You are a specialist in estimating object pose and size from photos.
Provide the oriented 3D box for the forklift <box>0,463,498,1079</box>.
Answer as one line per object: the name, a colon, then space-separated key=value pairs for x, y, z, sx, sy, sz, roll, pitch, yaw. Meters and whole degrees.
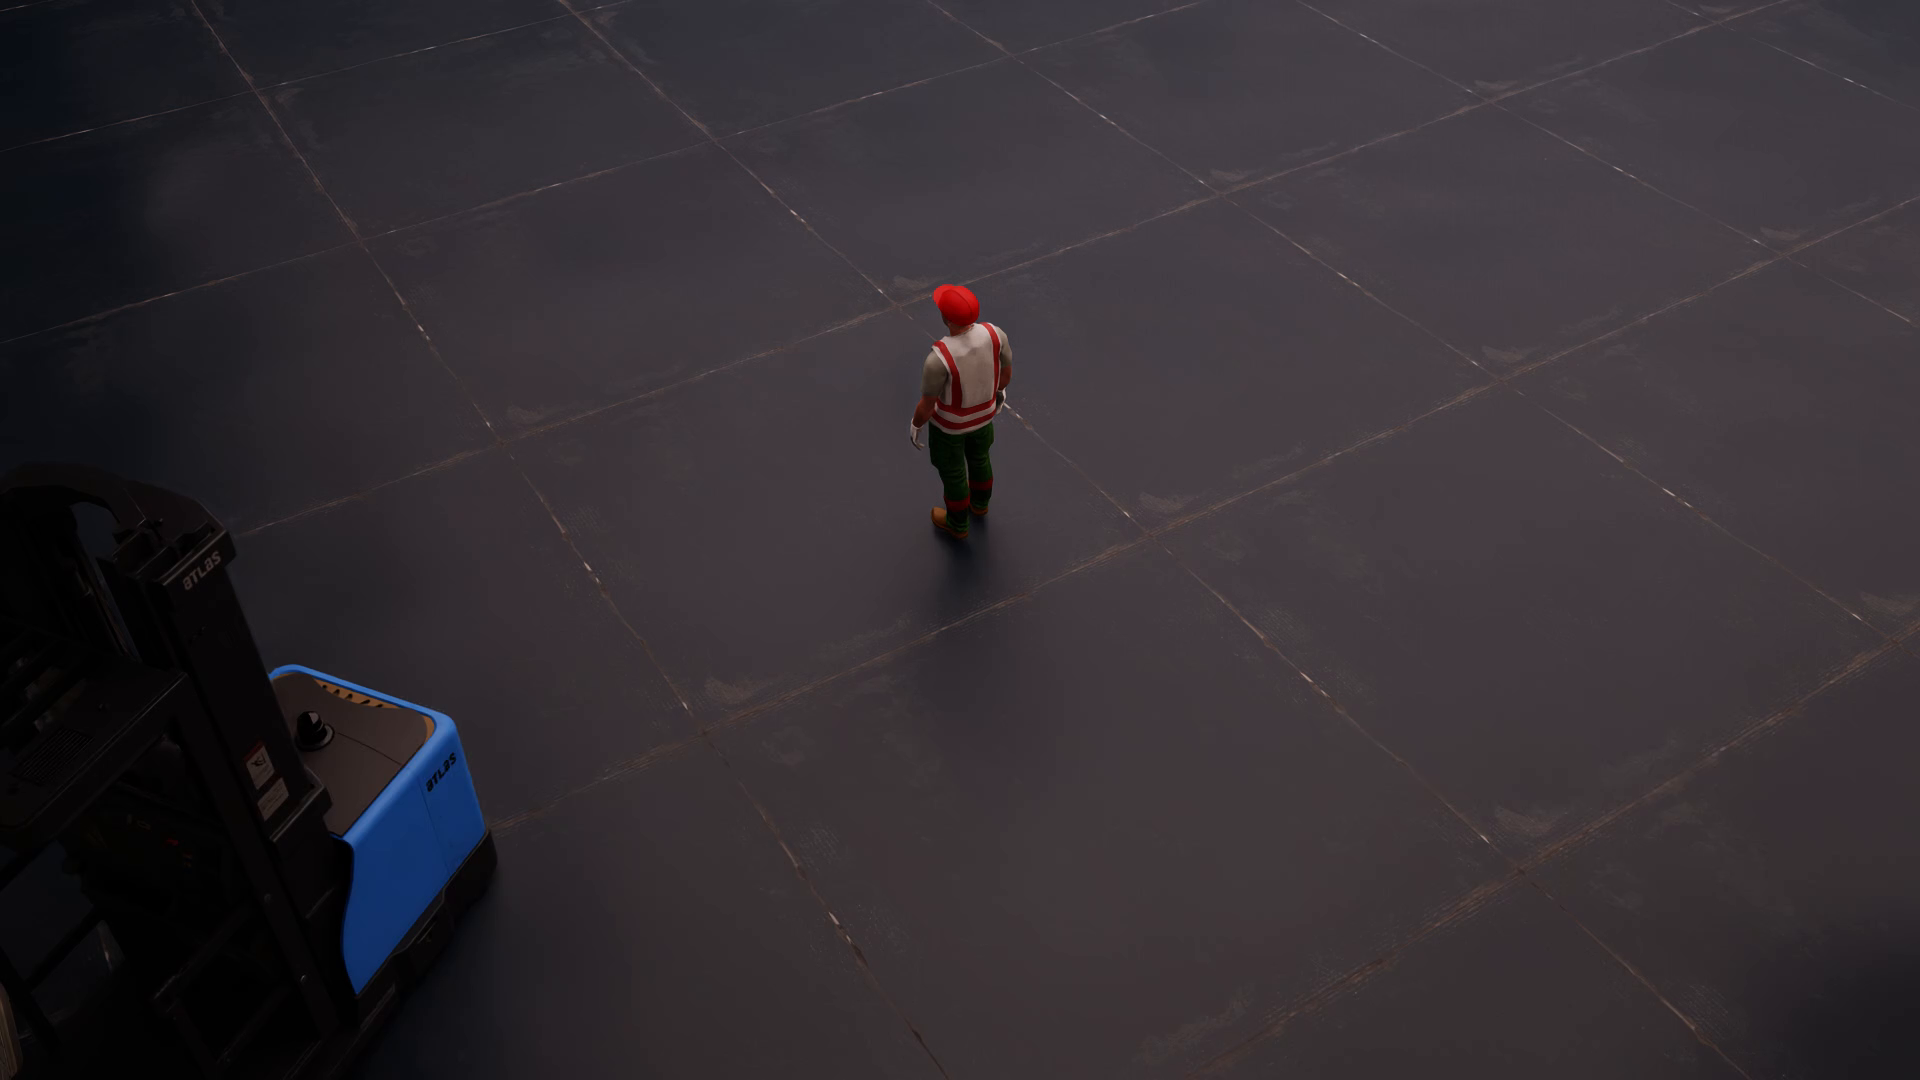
forklift: x=-3.304 y=1.287 z=6.399 sx=1.130 sy=2.935 sz=3.031 roll=15 pitch=43 yaw=17

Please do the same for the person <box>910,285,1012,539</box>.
person: x=-0.032 y=-0.758 z=9.534 sx=0.637 sy=1.787 sz=0.564 roll=-23 pitch=46 yaw=-24
